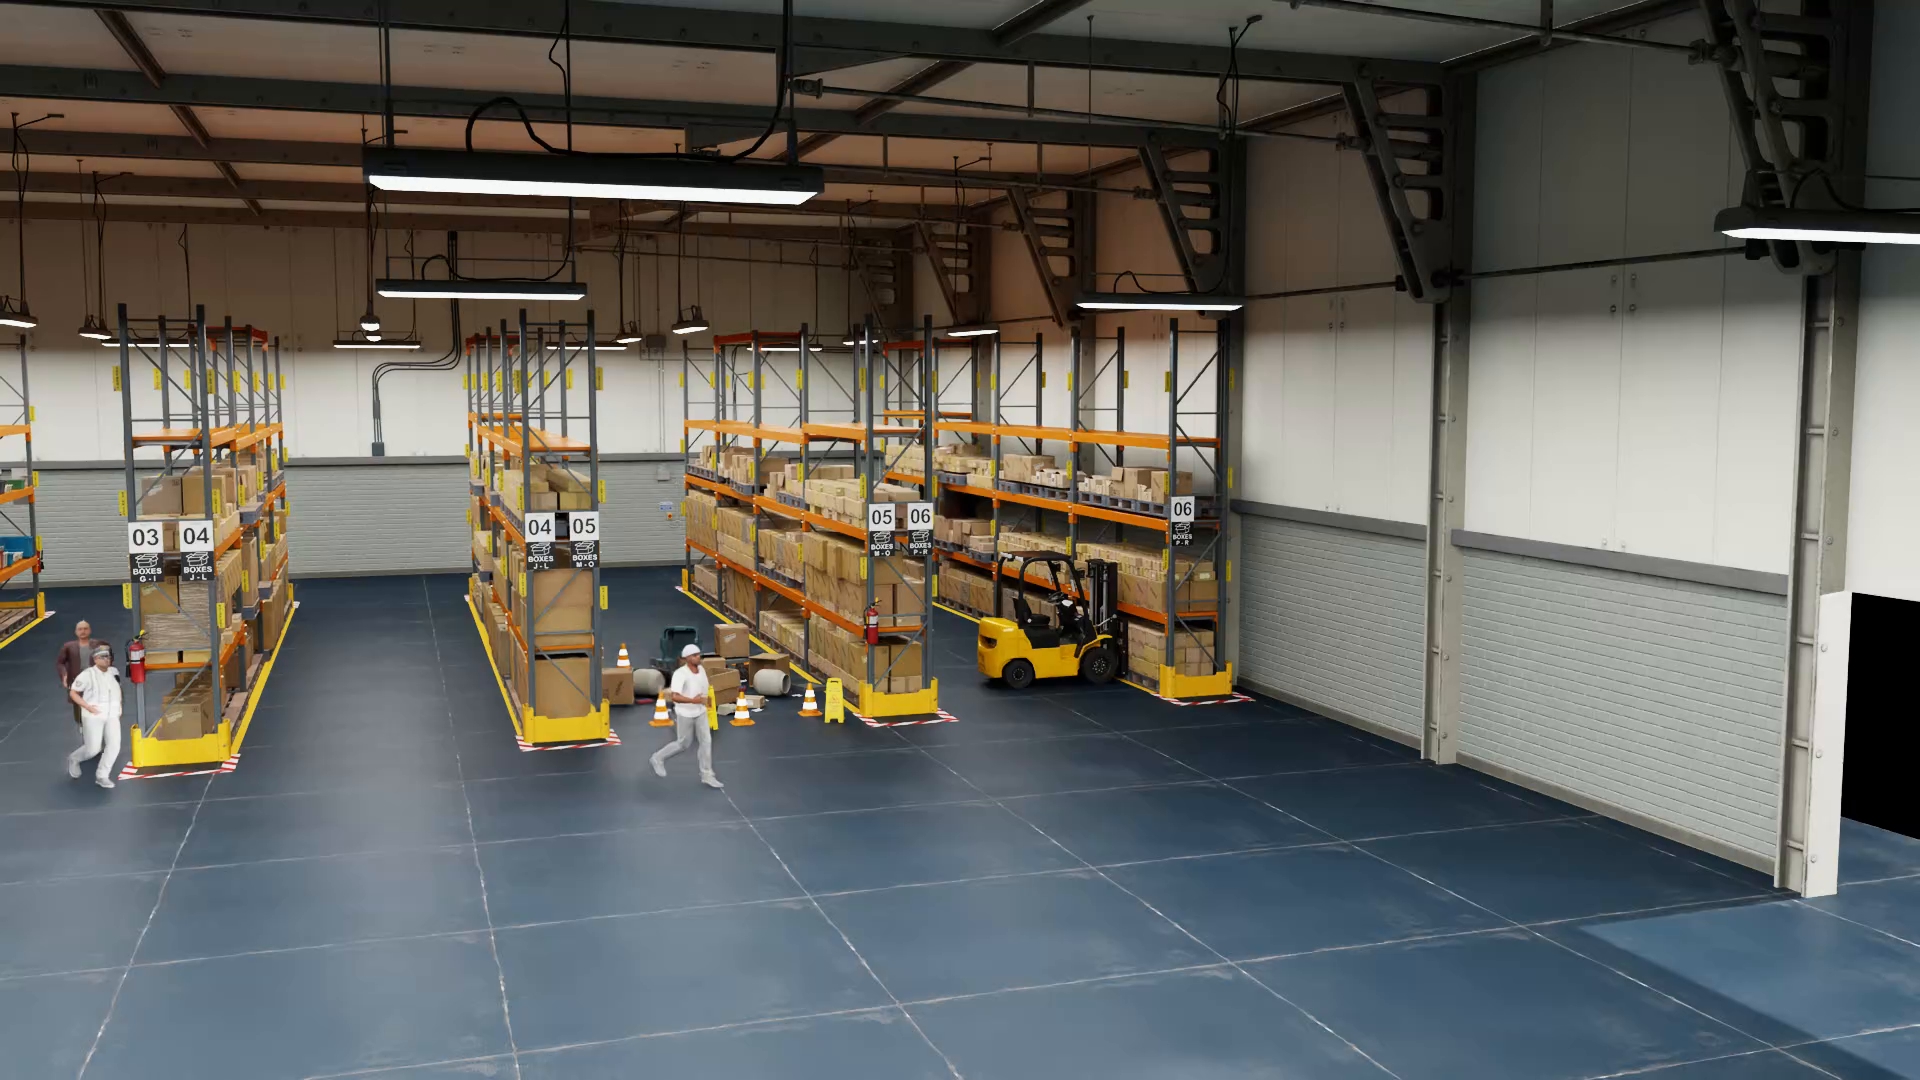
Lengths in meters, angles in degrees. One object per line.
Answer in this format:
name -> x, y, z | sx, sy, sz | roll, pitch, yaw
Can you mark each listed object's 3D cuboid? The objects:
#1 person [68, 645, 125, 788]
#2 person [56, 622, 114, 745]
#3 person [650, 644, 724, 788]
person -> -10.743, 2.181, 20.759 | 0.736, 1.752, 0.690 | 3, 6, 32
person -> -12.007, 1.943, 22.844 | 0.711, 1.671, 0.695 | -3, 6, -28
person -> -3.374, 2.165, 20.670 | 0.975, 1.771, 0.710 | 3, 6, 29
